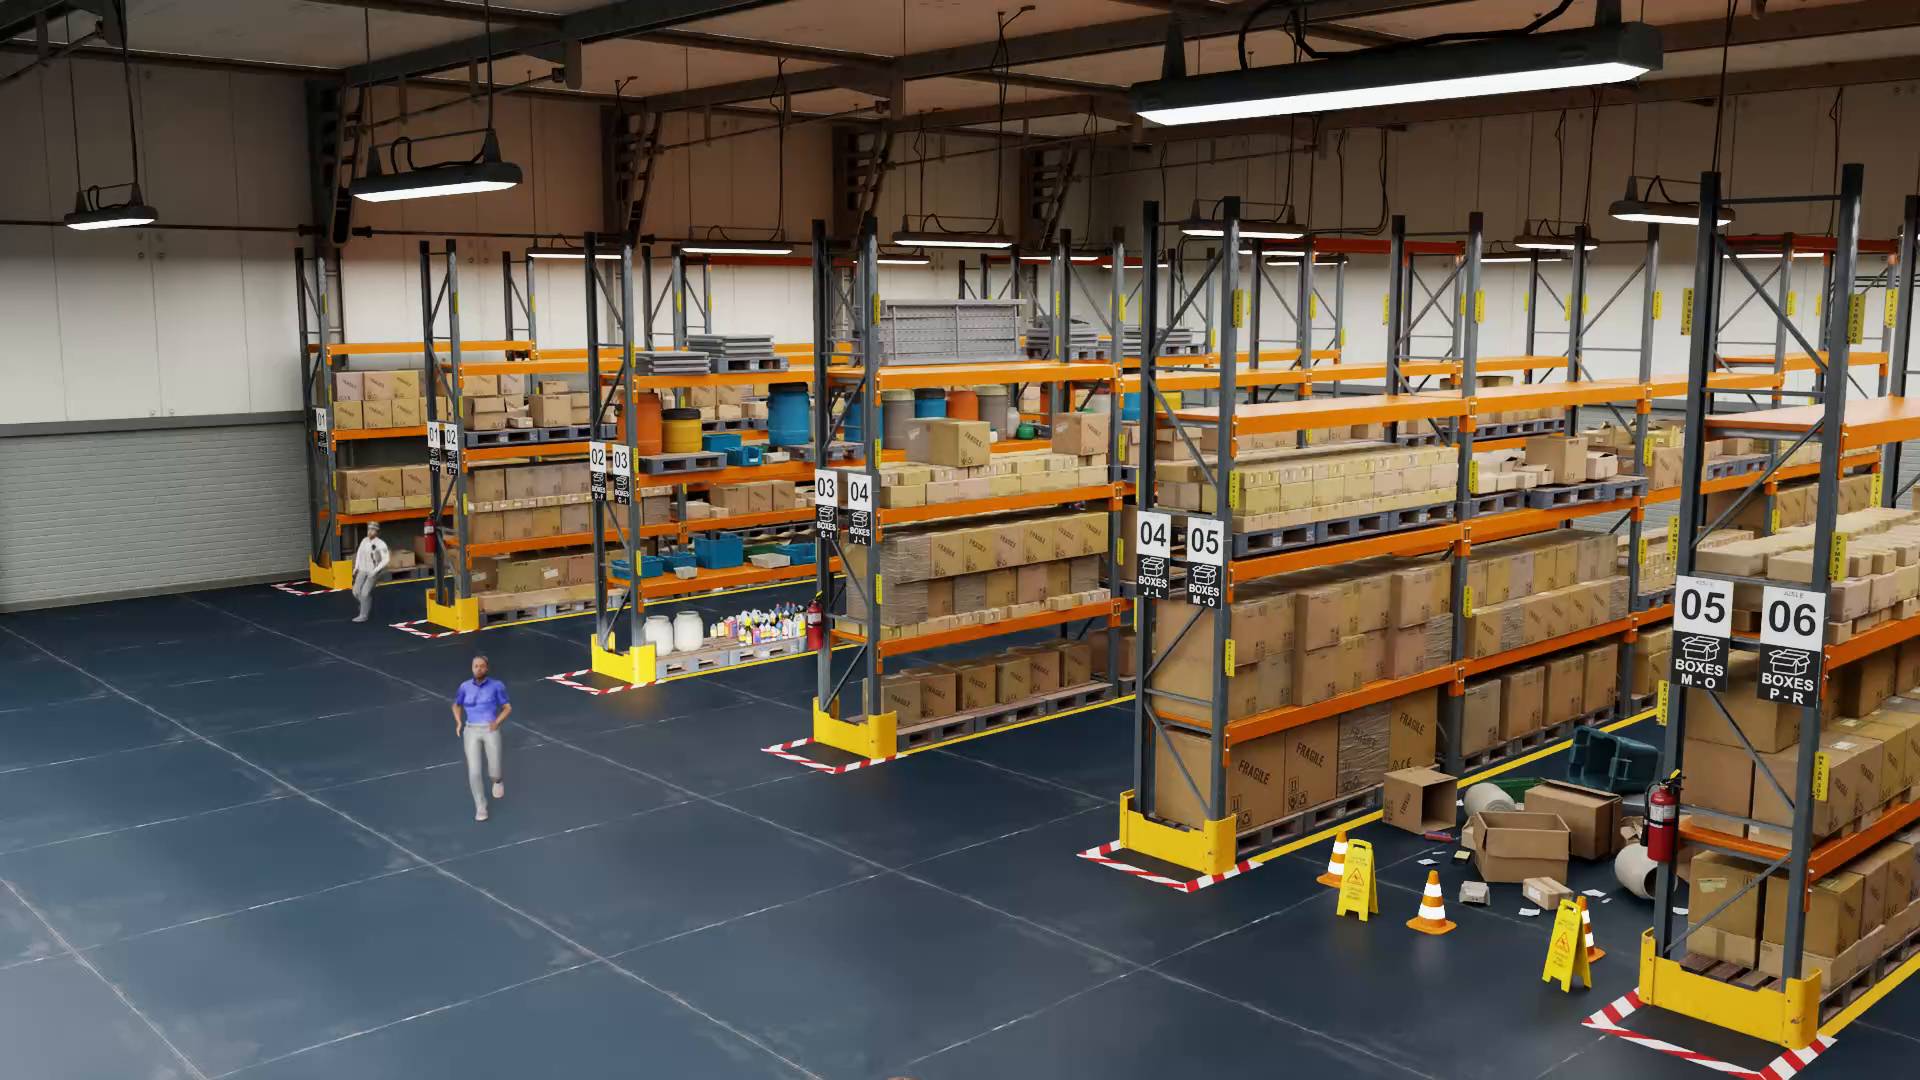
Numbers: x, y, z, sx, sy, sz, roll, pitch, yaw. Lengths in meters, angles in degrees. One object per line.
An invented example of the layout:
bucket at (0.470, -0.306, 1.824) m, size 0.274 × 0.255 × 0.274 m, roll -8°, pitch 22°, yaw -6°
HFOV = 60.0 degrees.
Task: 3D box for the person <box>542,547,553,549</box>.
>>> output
person at (-7.281, -0.016, 29.281) m, size 0.696 × 1.825 × 0.950 m, roll 8°, pitch 12°, yaw 44°

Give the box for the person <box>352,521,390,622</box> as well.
person at (-9.365, 0.502, 26.398) m, size 0.639 × 1.619 × 0.502 m, roll 2°, pitch 9°, yaw 14°

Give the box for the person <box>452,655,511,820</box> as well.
person at (-4.787, 1.941, 16.655) m, size 0.581 × 1.608 × 0.700 m, roll -1°, pitch 8°, yaw -9°
